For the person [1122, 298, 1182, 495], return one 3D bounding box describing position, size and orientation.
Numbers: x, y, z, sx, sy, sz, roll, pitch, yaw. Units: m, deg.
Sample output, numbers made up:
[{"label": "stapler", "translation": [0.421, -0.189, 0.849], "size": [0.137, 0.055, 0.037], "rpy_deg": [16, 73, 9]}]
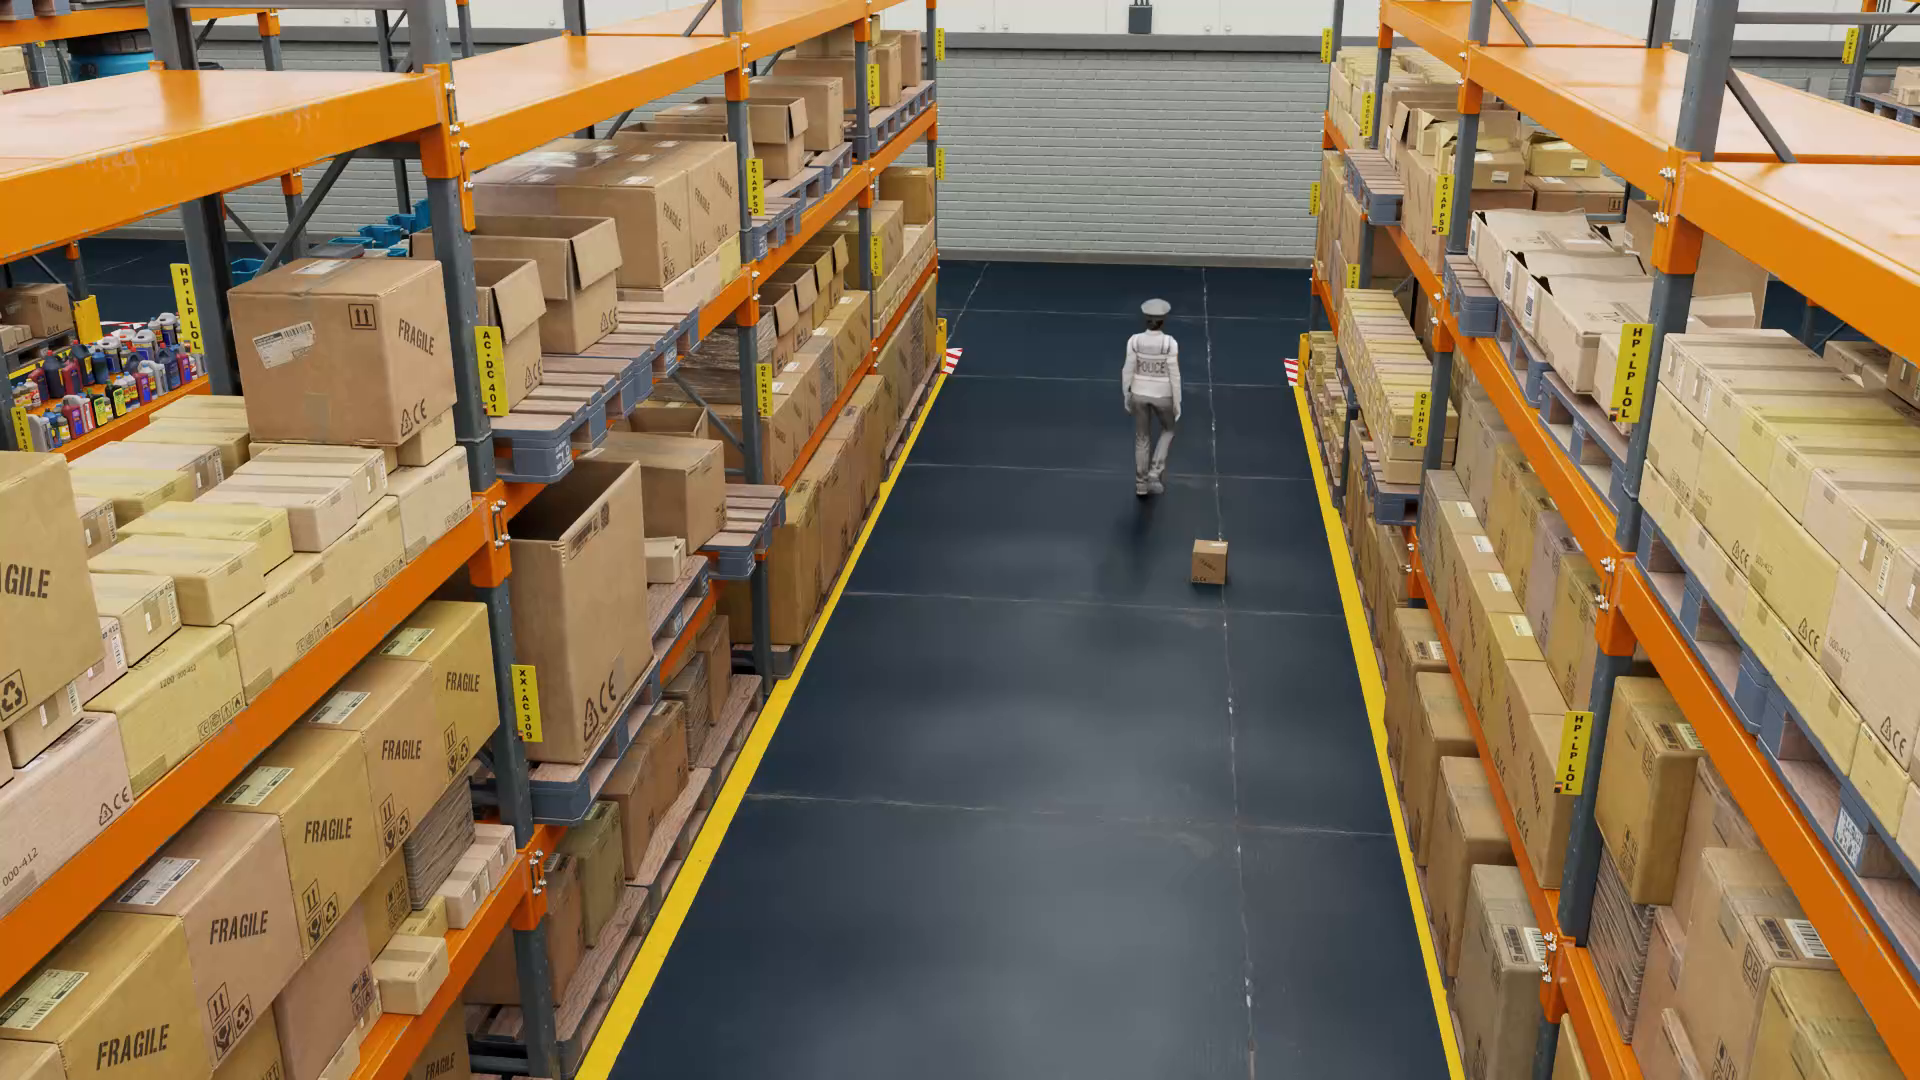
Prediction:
[{"label": "person", "translation": [1.633, -1.202, 14.113], "size": [0.519, 1.712, 0.436], "rpy_deg": [5, 22, 13]}]
